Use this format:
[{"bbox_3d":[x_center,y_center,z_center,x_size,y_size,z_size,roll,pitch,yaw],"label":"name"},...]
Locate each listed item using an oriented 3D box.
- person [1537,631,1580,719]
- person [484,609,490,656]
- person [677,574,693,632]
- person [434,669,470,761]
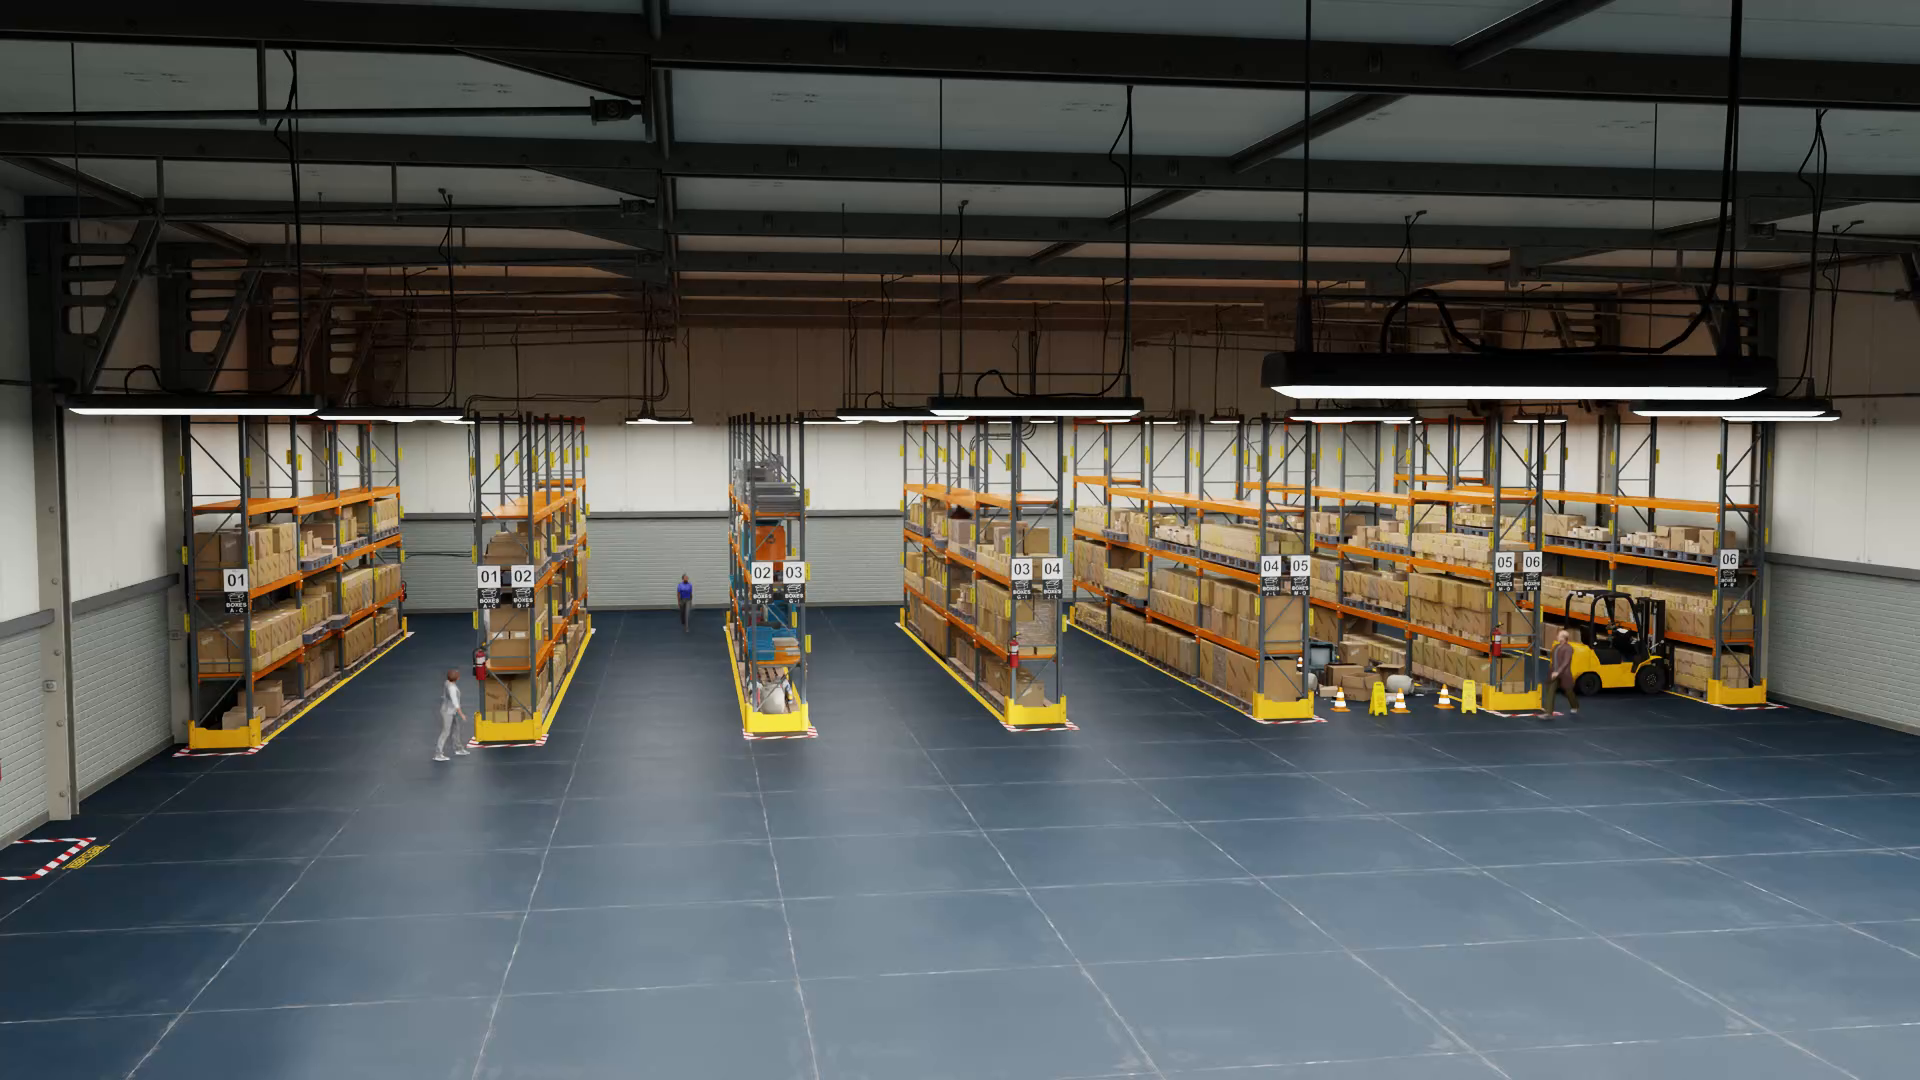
[{"bbox_3d":[11.787,2.639,32.612,1.158,1.733,0.519,-3,5,-42],"label":"person"},{"bbox_3d":[-11.745,2.059,41.382,0.395,1.681,0.538,-2,4,-26],"label":"person"},{"bbox_3d":[-7.702,1.760,46.558,0.420,1.598,0.937,0,4,-5],"label":"person"},{"bbox_3d":[-8.775,2.989,28.698,0.605,1.578,0.590,-1,4,-18],"label":"person"}]
